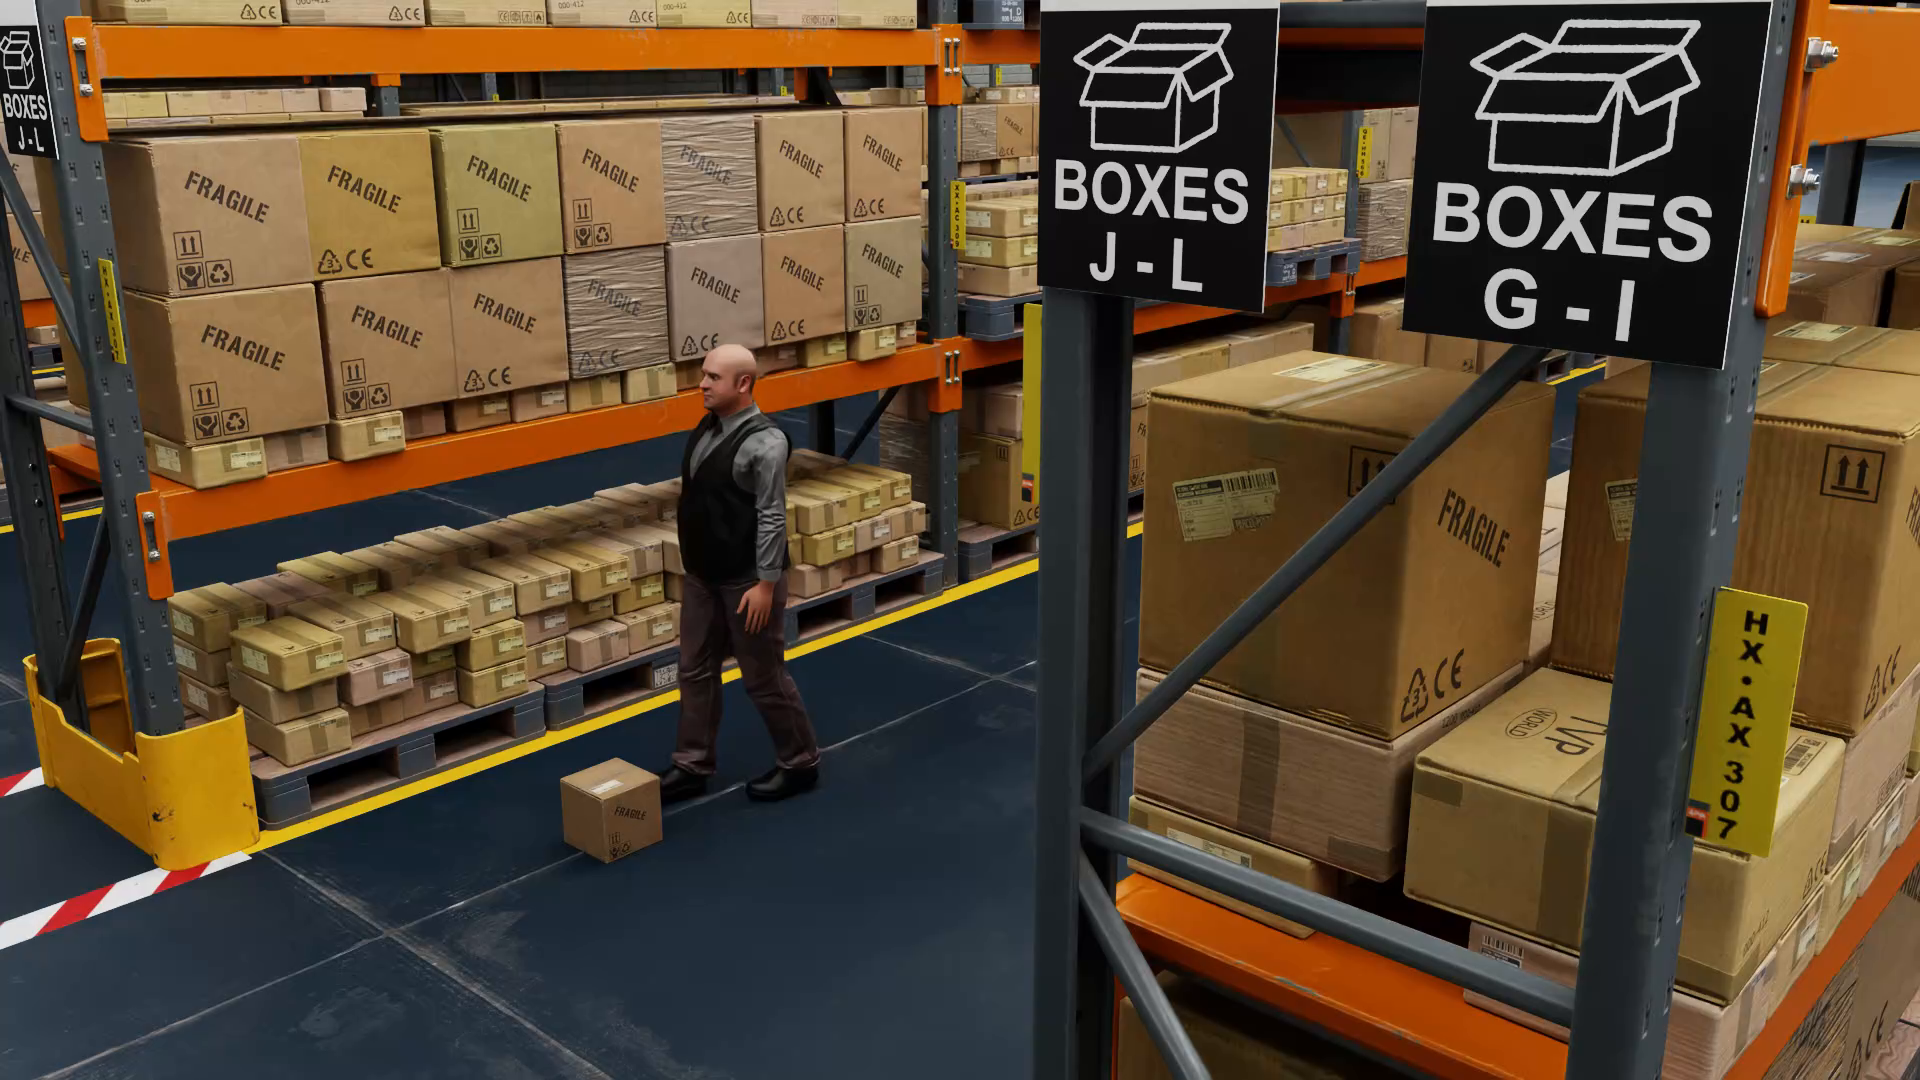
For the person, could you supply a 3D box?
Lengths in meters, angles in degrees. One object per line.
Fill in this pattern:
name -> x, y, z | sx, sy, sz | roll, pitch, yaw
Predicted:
person -> -0.874, 0.145, 6.082 | 0.673, 1.723, 0.552 | -13, 21, -37
